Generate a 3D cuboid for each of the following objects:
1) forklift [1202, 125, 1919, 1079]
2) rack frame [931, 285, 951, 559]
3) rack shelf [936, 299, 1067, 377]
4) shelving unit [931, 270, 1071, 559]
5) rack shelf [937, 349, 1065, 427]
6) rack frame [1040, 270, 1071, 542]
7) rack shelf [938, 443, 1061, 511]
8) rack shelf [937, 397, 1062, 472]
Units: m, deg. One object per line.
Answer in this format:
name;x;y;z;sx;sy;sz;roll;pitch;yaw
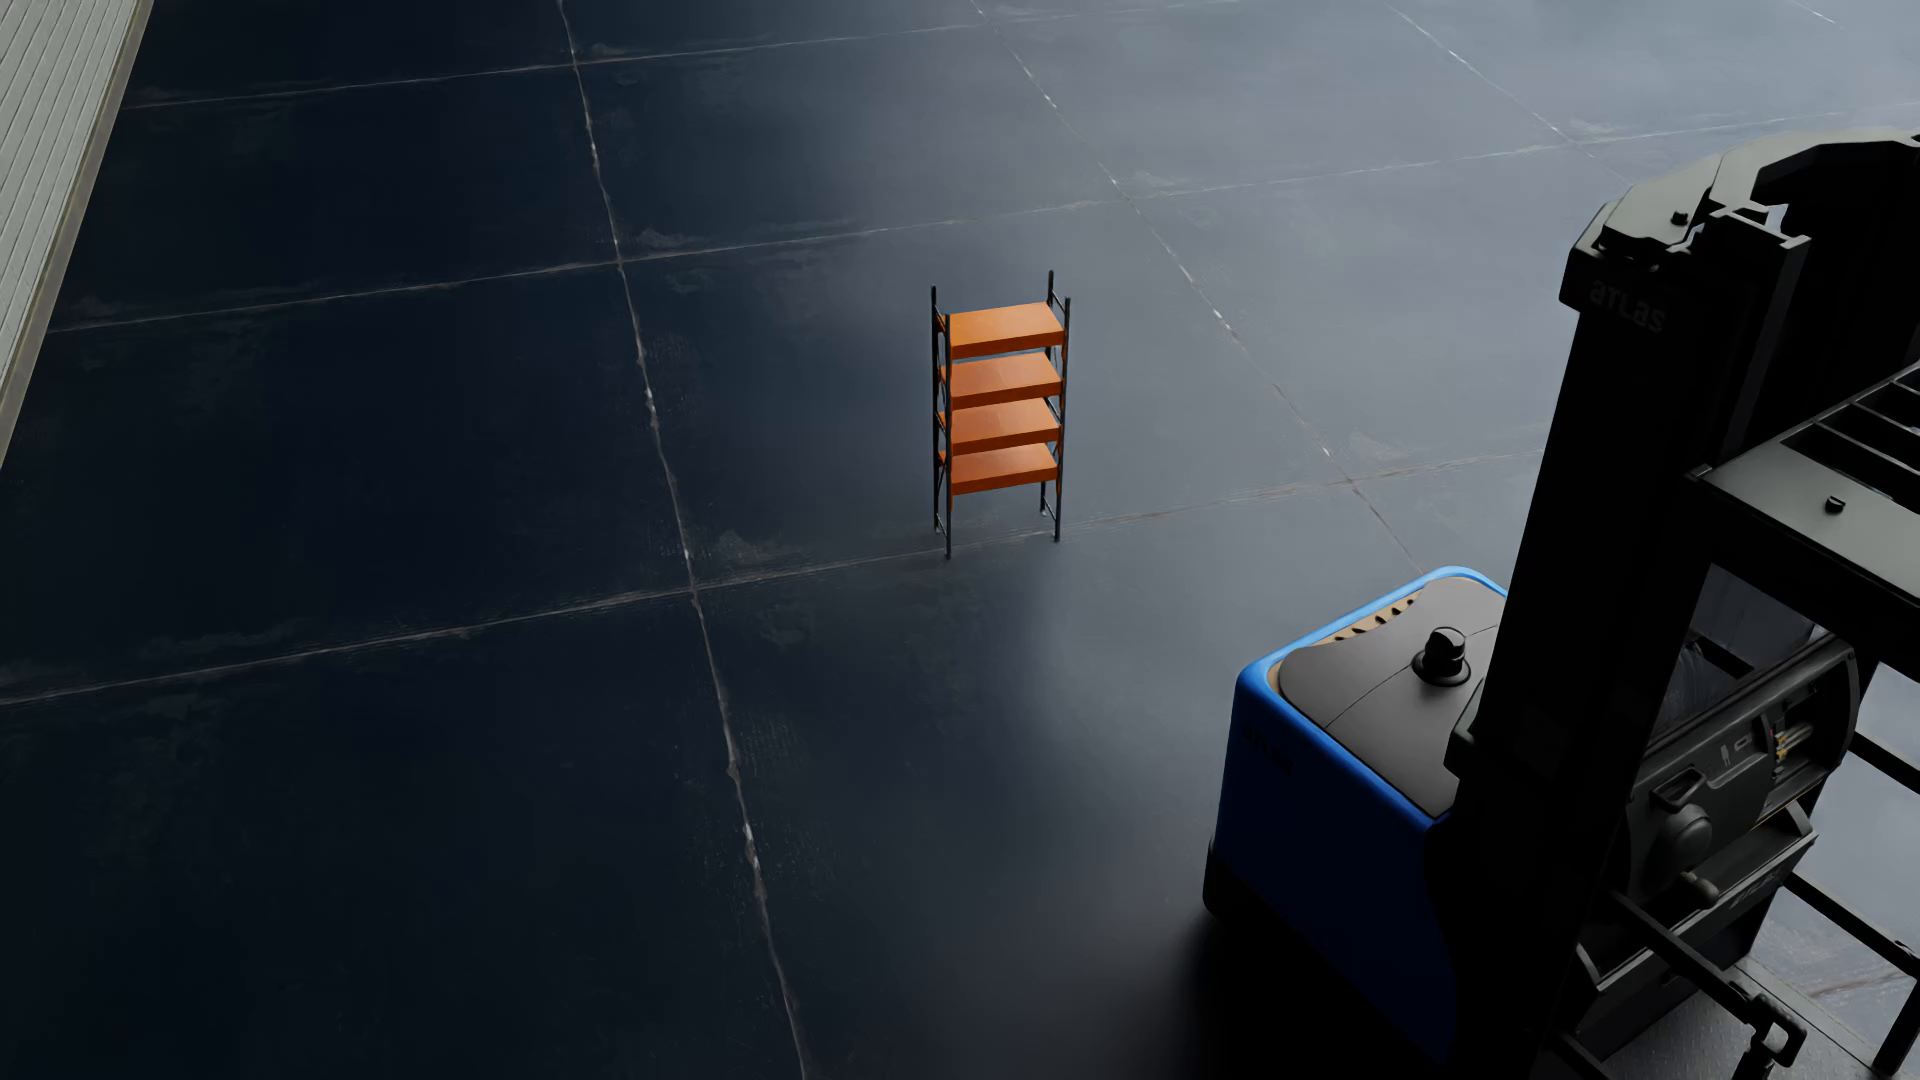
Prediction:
forklift;2.061;0.652;3.985;1.130;2.935;3.031;-23;43;-27
rack frame;-0.076;-0.464;6.869;0.015;1.200;0.240;-9;38;-12
rack shelf;0.160;-0.815;6.681;0.480;0.148;0.258;-9;38;-12
shelving unit;0.160;-0.503;6.920;0.503;1.200;0.258;-9;38;-12
rack shelf;0.160;-0.627;6.825;0.480;0.148;0.258;-9;38;-12
rack frame;0.395;-0.541;6.970;0.015;1.200;0.240;-9;38;-12
rack shelf;0.160;-0.292;7.081;0.480;0.148;0.258;-9;38;-12
rack shelf;0.160;-0.449;6.961;0.480;0.148;0.258;-9;38;-12
